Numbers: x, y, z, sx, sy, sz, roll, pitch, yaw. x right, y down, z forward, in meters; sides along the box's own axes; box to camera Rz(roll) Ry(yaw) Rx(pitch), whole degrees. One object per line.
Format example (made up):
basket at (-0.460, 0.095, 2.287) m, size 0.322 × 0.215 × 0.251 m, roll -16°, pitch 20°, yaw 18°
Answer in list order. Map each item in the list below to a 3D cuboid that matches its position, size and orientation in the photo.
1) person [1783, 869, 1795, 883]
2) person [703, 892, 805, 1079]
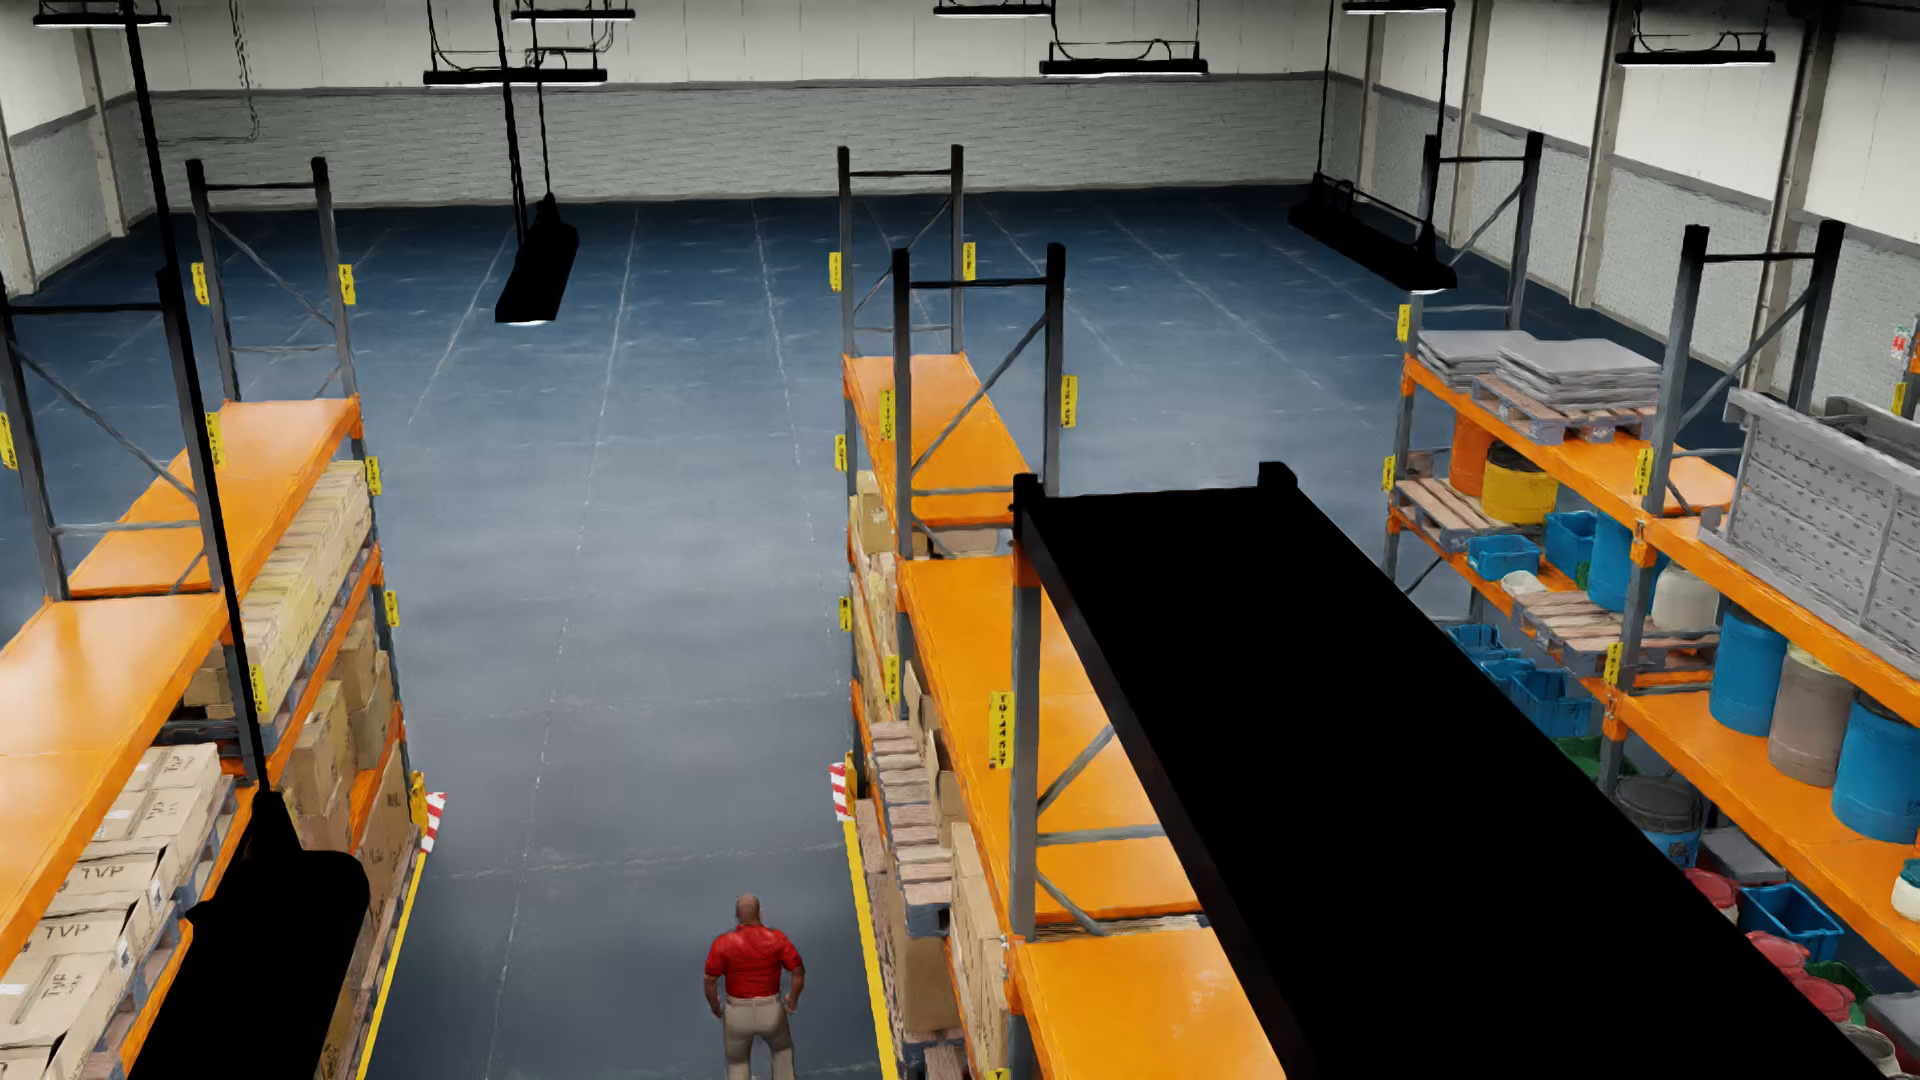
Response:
person at (6.449, 2.441, 13.038) m, size 0.502 × 1.764 × 0.624 m, roll 8°, pitch 23°, yaw 20°
person at (-1.387, 3.201, 11.296) m, size 0.682 × 1.676 × 0.529 m, roll -4°, pitch 22°, yaw -10°
